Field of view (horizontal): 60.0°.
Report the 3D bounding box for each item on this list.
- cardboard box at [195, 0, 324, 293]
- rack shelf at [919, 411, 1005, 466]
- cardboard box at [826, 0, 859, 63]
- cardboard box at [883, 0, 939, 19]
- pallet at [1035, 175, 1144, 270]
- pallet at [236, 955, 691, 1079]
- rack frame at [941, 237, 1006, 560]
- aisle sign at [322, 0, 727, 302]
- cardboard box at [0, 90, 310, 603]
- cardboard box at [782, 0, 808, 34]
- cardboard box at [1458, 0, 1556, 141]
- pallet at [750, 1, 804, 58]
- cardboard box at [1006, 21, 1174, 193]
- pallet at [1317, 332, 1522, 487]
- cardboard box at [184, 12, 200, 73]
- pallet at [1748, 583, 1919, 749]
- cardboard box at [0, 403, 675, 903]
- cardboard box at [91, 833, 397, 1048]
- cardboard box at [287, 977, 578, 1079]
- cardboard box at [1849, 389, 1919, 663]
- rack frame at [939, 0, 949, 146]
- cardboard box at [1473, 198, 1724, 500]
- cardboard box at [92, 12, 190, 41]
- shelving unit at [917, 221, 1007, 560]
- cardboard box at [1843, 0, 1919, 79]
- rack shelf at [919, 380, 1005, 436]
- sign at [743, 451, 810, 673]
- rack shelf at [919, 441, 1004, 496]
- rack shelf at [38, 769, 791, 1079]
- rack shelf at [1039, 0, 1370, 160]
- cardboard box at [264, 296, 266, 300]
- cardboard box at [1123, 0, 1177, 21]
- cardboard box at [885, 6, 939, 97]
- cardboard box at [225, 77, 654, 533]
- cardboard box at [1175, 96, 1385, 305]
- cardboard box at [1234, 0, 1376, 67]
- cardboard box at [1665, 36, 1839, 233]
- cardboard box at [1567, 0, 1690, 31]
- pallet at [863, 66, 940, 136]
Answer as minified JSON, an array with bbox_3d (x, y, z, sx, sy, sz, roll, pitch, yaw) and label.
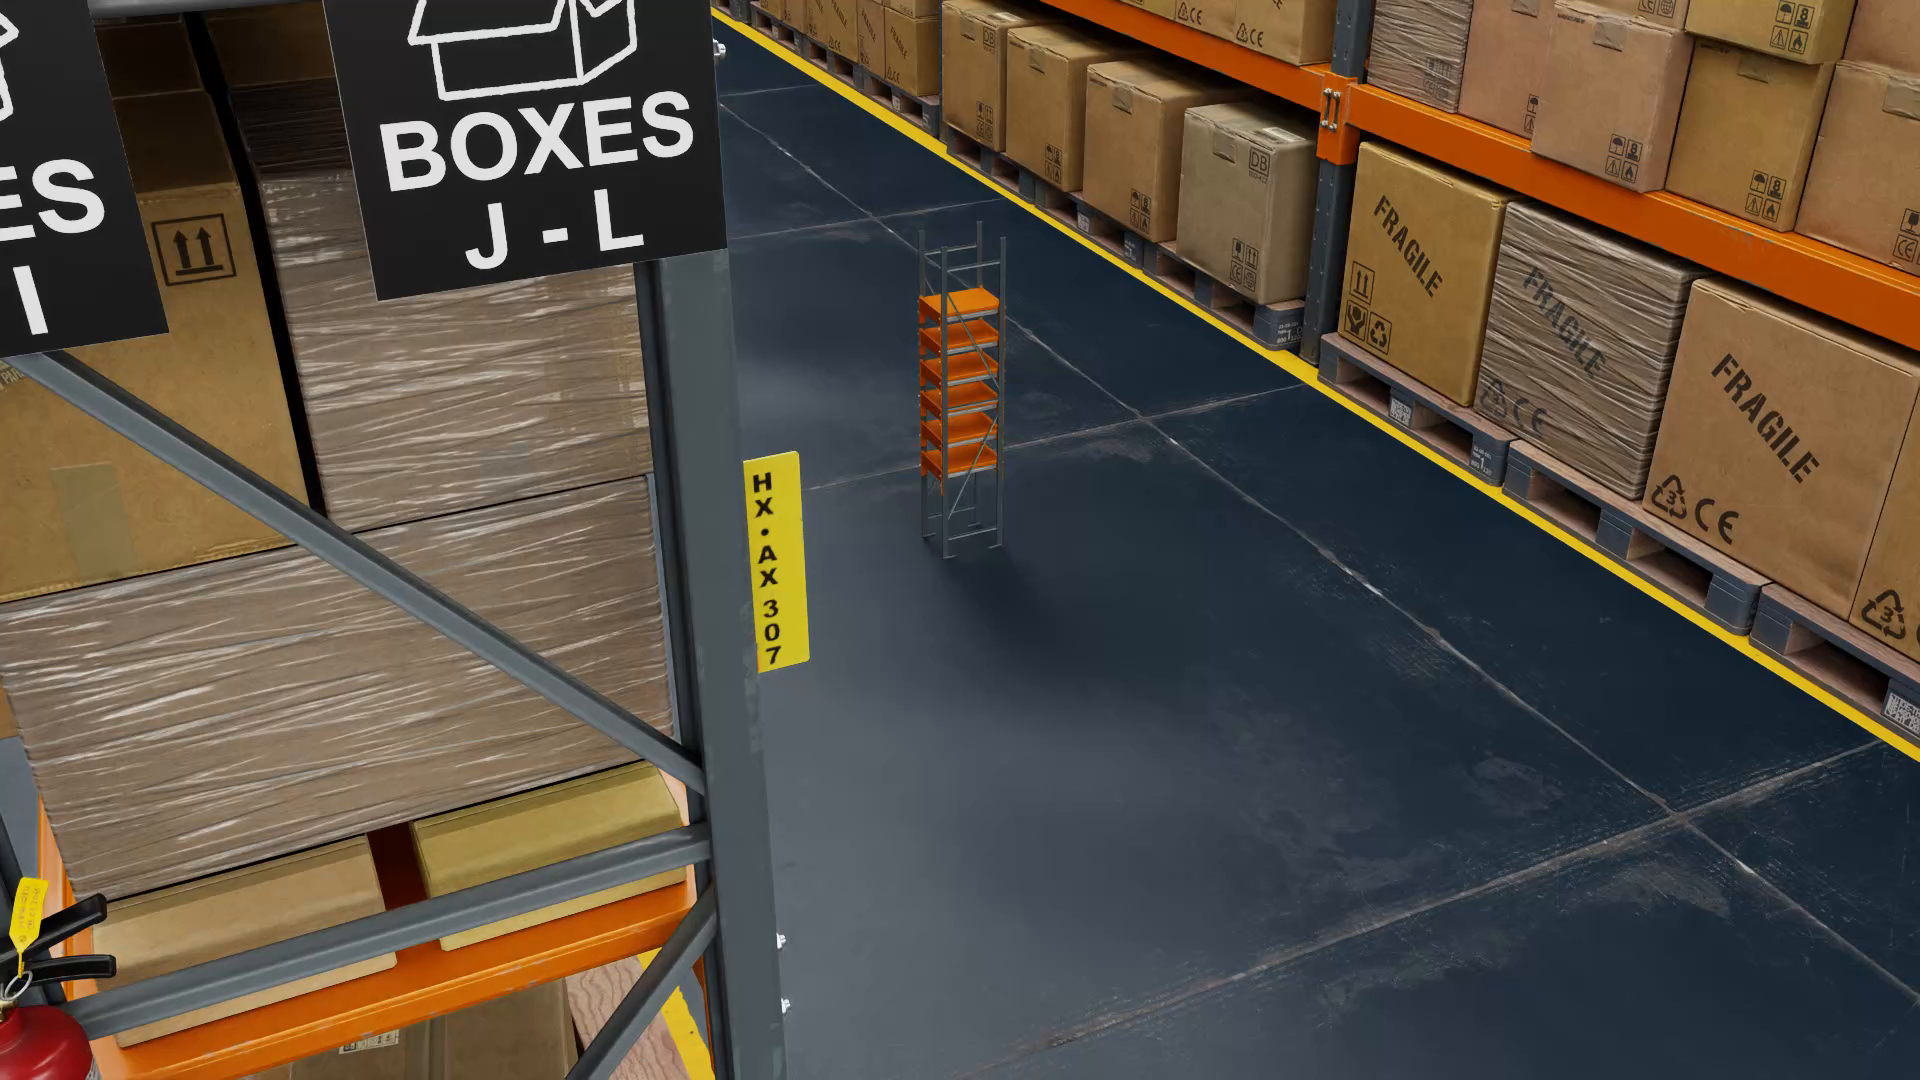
[{"bbox_3d":[-1.161,-0.825,3.226,0.500,0.500,0.500,-13,32,-22],"label":"cardboard box"},{"bbox_3d":[0.006,-0.374,6.026,0.258,0.103,0.180,-13,32,-22],"label":"rack shelf"},{"bbox_3d":[-0.638,-3.792,12.072,0.500,0.500,0.500,-15,32,-24],"label":"cardboard box"},{"bbox_3d":[-0.188,-3.670,11.088,0.500,0.250,0.500,-14,32,-23],"label":"cardboard box"},{"bbox_3d":[1.132,-1.884,9.395,1.003,0.211,1.213,-13,32,-22],"label":"pallet"},{"bbox_3d":[-1.096,1.344,3.637,1.003,0.211,1.213,-13,32,-22],"label":"pallet"},{"bbox_3d":[0.046,-0.477,5.873,0.240,1.200,0.006,-13,32,-22],"label":"rack frame"},{"bbox_3d":[-0.449,-0.642,1.670,0.394,0.787,0.004,-13,32,-22],"label":"aisle sign"},{"bbox_3d":[-1.206,-0.273,2.241,0.500,0.500,0.500,-13,32,-22],"label":"cardboard box"},{"bbox_3d":[-1.069,-4.247,12.884,0.500,0.500,0.500,-12,31,-20],"label":"cardboard box"},{"bbox_3d":[2.485,-1.903,6.423,0.875,0.550,0.550,-13,32,-22],"label":"cardboard box"},{"bbox_3d":[-1.040,-4.210,13.542,1.003,0.211,1.213,-13,32,-22],"label":"pallet"},{"bbox_3d":[0.900,-2.532,9.569,1.050,0.750,0.750,-13,32,-21],"label":"cardboard box"},{"bbox_3d":[2.315,-0.667,7.224,1.003,0.211,1.213,-13,32,-22],"label":"pallet"},{"bbox_3d":[-1.593,-1.266,4.012,0.500,0.500,0.500,-13,32,-22],"label":"cardboard box"},{"bbox_3d":[3.362,0.410,5.302,1.003,0.211,1.213,-13,32,-22],"label":"pallet"},{"bbox_3d":[-0.958,0.106,2.588,0.875,0.500,0.500,-13,32,-22],"label":"cardboard box"},{"bbox_3d":[-1.056,0.555,2.451,0.380,0.149,0.250,-13,32,-22],"label":"cardboard box"},{"bbox_3d":[-1.000,1.155,3.249,0.500,0.500,0.500,-7,30,-13],"label":"cardboard box"},{"bbox_3d":[3.426,-0.011,4.946,0.875,0.875,0.875,-13,32,-22],"label":"cardboard box"},{"bbox_3d":[0.342,-4.003,10.322,1.000,3.000,0.127,-13,32,-22],"label":"rack frame"},{"bbox_3d":[2.656,-0.803,6.357,0.875,0.875,0.875,-13,32,-22],"label":"cardboard box"},{"bbox_3d":[-1.638,-0.714,3.028,0.500,0.500,0.500,-13,32,-22],"label":"cardboard box"},{"bbox_3d":[0.006,-0.517,5.945,0.258,1.200,0.189,-13,32,-22],"label":"shelving unit"},{"bbox_3d":[3.215,-1.677,4.917,0.875,0.550,0.550,-13,32,-22],"label":"cardboard box"},{"bbox_3d":[0.006,-0.478,5.967,0.258,0.103,0.180,-13,32,-22],"label":"rack shelf"},{"bbox_3d":[-0.257,0.036,2.234,0.100,0.325,0.005,-13,32,-22],"label":"sign"},{"bbox_3d":[0.006,-0.269,6.084,0.258,0.103,0.180,-13,32,-22],"label":"rack shelf"},{"bbox_3d":[-1.605,-0.042,3.994,1.077,0.370,4.000,-13,32,-22],"label":"rack shelf"},{"bbox_3d":[1.201,-2.806,8.922,1.077,0.370,4.000,-13,32,-22],"label":"rack shelf"},{"bbox_3d":[-1.457,-0.320,3.347,0.875,0.500,0.500,-13,32,-22],"label":"cardboard box"},{"bbox_3d":[1.160,-2.900,8.253,0.500,0.500,0.500,-13,32,-21],"label":"cardboard box"},{"bbox_3d":[-0.177,-3.332,11.251,0.500,0.500,0.500,-13,32,-22],"label":"cardboard box"},{"bbox_3d":[-0.737,-0.382,2.436,0.500,0.500,0.500,-13,32,-22],"label":"cardboard box"},{"bbox_3d":[1.711,-1.693,8.074,1.050,0.750,0.750,-13,32,-22],"label":"cardboard box"},{"bbox_3d":[1.594,-2.454,7.457,0.500,0.500,0.500,-13,32,-22],"label":"cardboard box"},{"bbox_3d":[2.928,-1.426,5.574,0.875,0.550,0.500,-13,32,-22],"label":"cardboard box"},{"bbox_3d":[2.635,-2.116,5.700,0.875,0.550,0.550,-13,32,-22],"label":"cardboard box"},{"bbox_3d":[0.008,-3.132,11.620,1.003,0.211,1.213,-13,32,-22],"label":"pallet"}]
